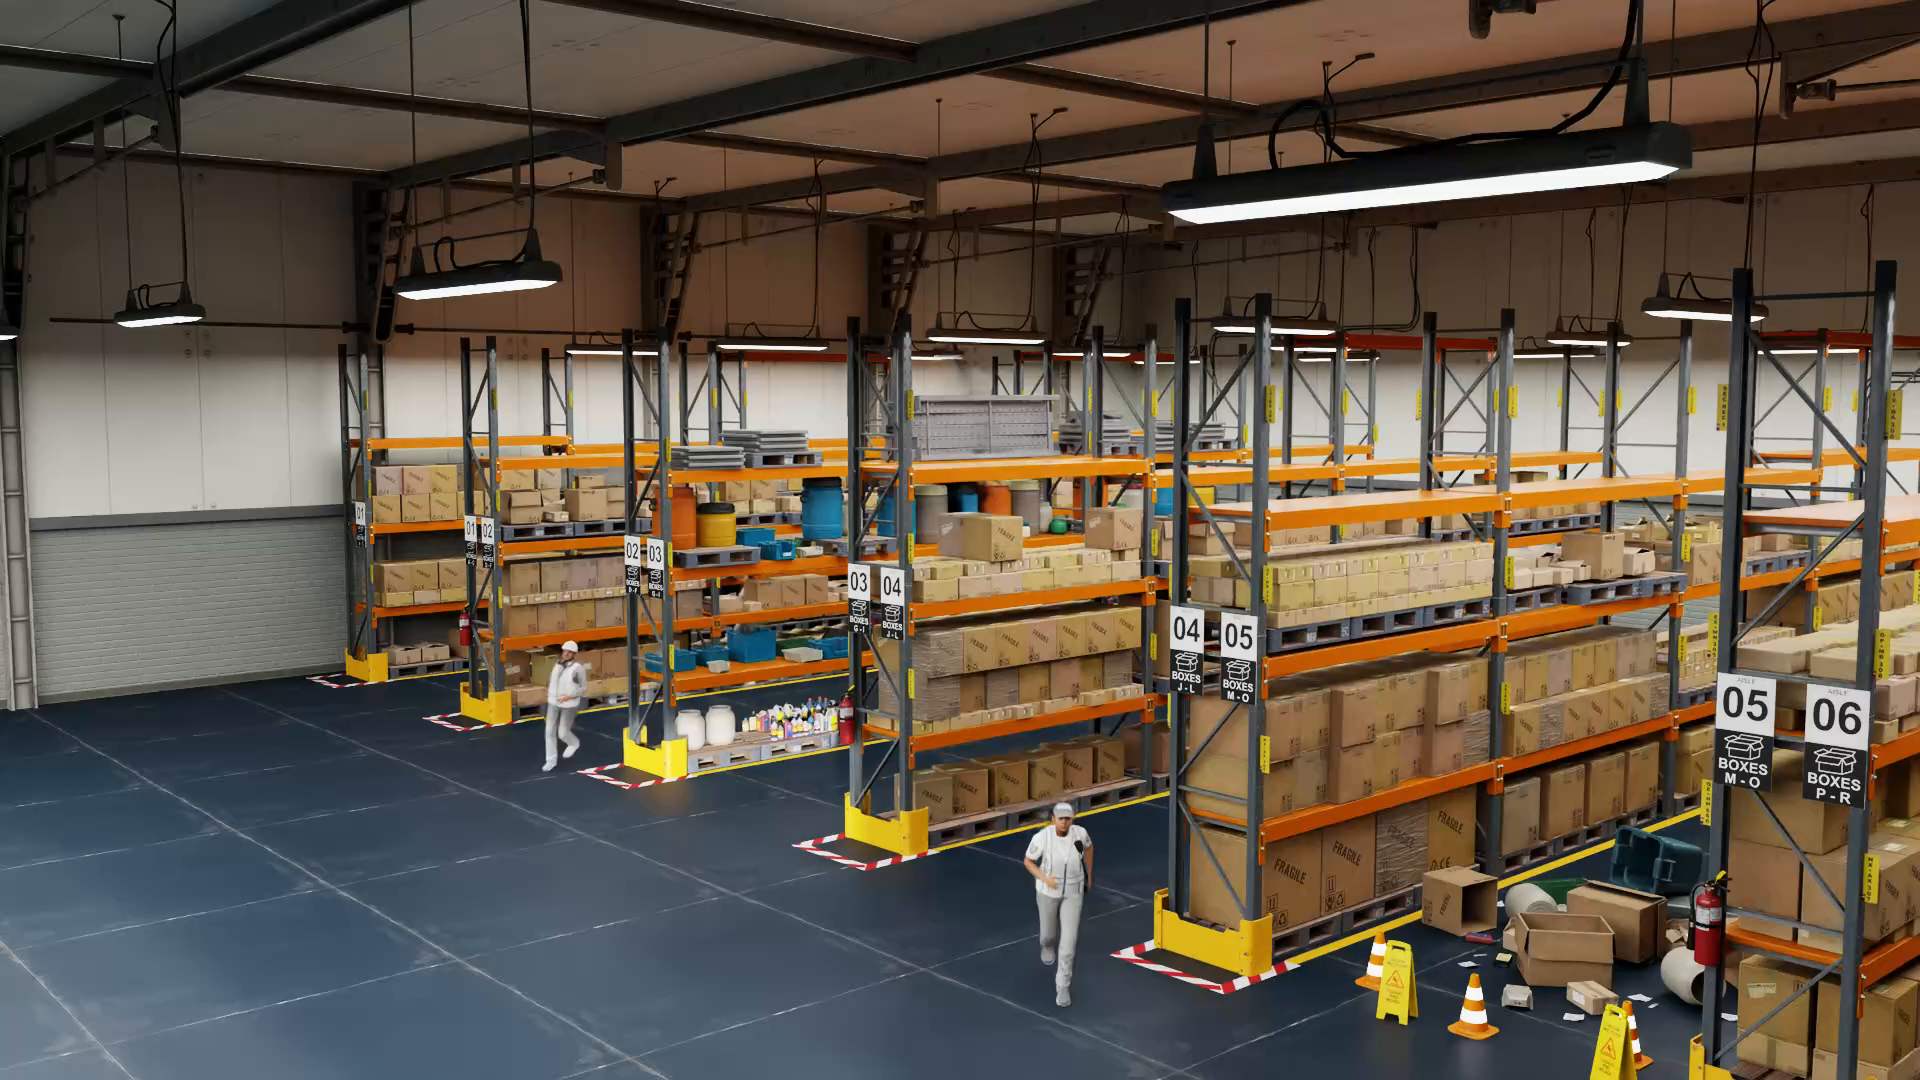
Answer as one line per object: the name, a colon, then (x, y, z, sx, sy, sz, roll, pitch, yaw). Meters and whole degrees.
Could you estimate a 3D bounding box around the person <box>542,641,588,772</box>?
person: (-5.400, 2.257, 22.871, 0.683, 1.762, 0.787, 2, 5, 18)

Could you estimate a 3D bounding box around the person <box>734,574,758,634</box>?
person: (-4.056, 1.459, 31.789, 0.907, 1.677, 0.554, -5, 7, -42)

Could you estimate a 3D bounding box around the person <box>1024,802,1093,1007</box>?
person: (0.859, 3.061, 14.385, 0.628, 1.669, 0.970, 0, 5, -5)
